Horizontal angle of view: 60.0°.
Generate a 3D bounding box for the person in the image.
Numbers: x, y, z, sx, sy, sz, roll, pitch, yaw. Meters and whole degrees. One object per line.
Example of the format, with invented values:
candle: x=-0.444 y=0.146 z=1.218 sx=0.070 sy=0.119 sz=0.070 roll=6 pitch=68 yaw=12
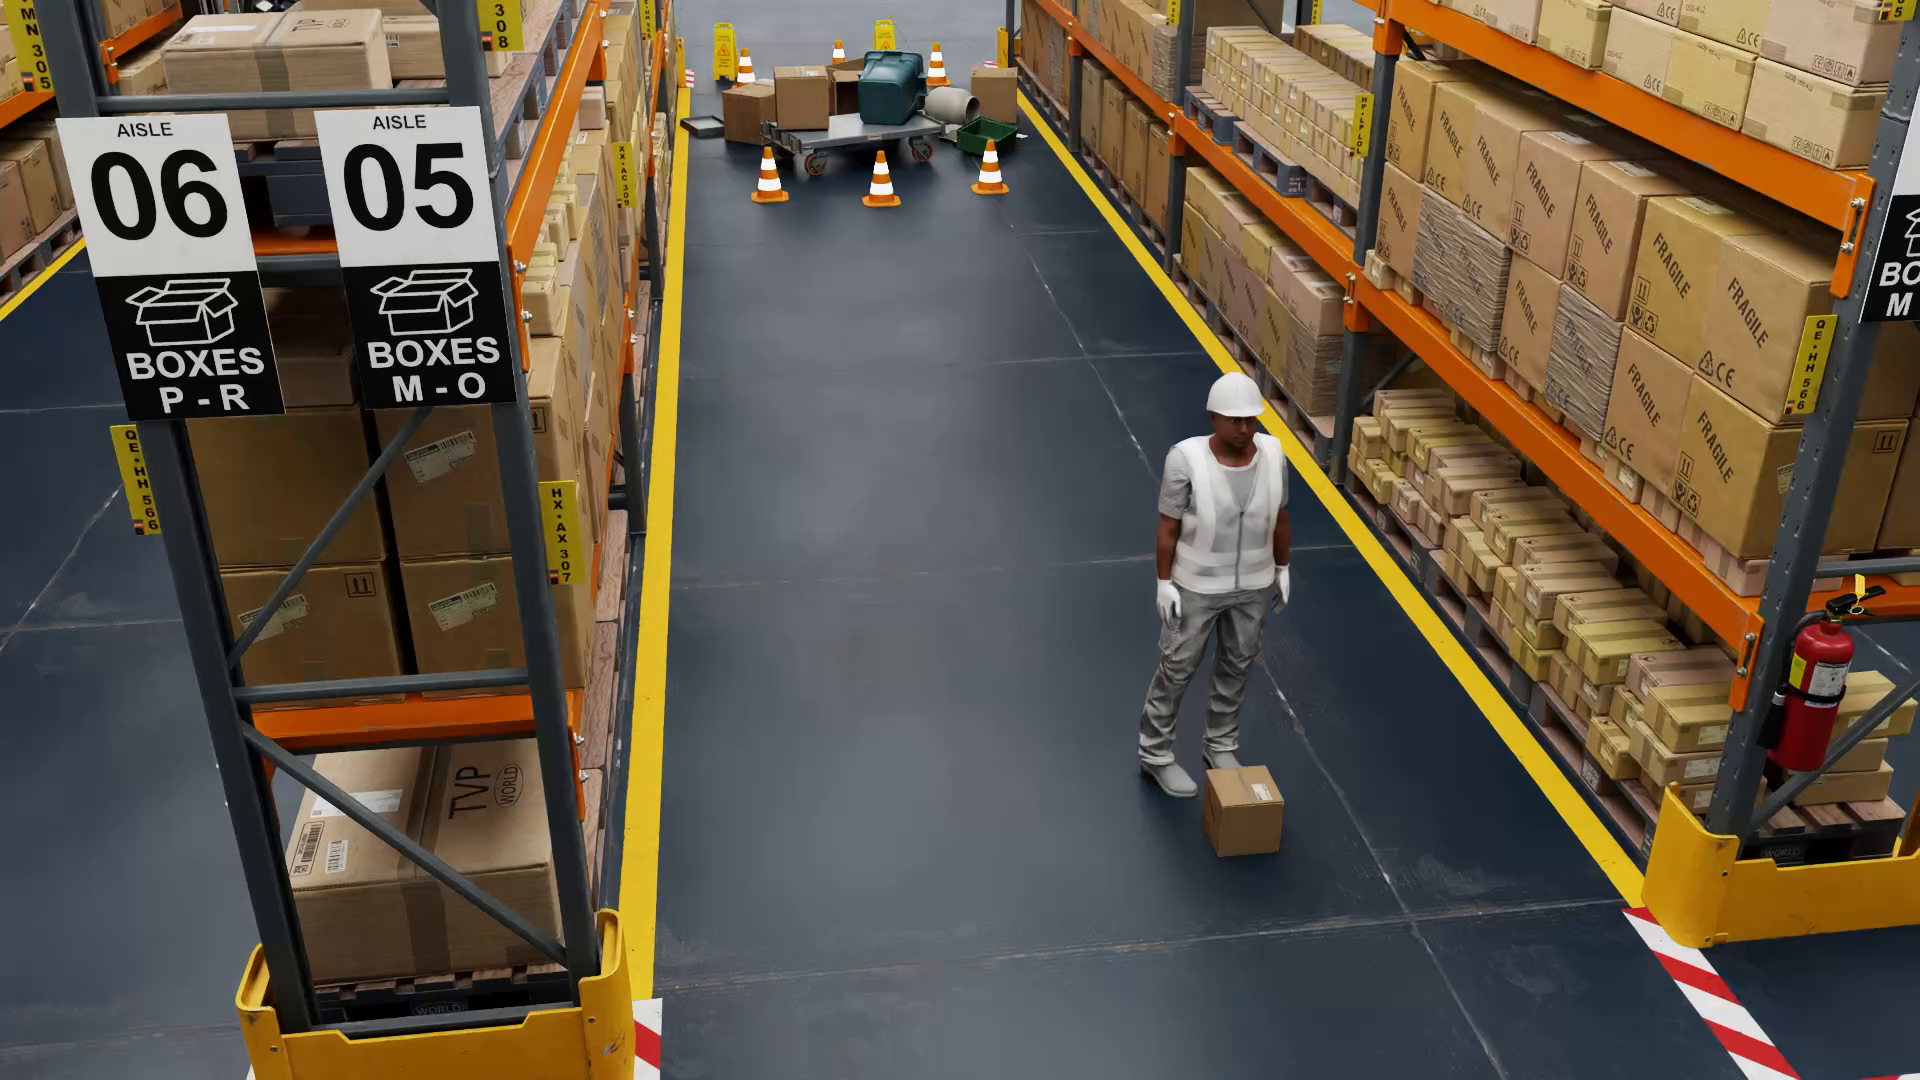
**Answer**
person: x=1.060 y=0.183 z=6.726 sx=0.614 sy=1.799 sz=0.388 roll=-6 pitch=28 yaw=-12
